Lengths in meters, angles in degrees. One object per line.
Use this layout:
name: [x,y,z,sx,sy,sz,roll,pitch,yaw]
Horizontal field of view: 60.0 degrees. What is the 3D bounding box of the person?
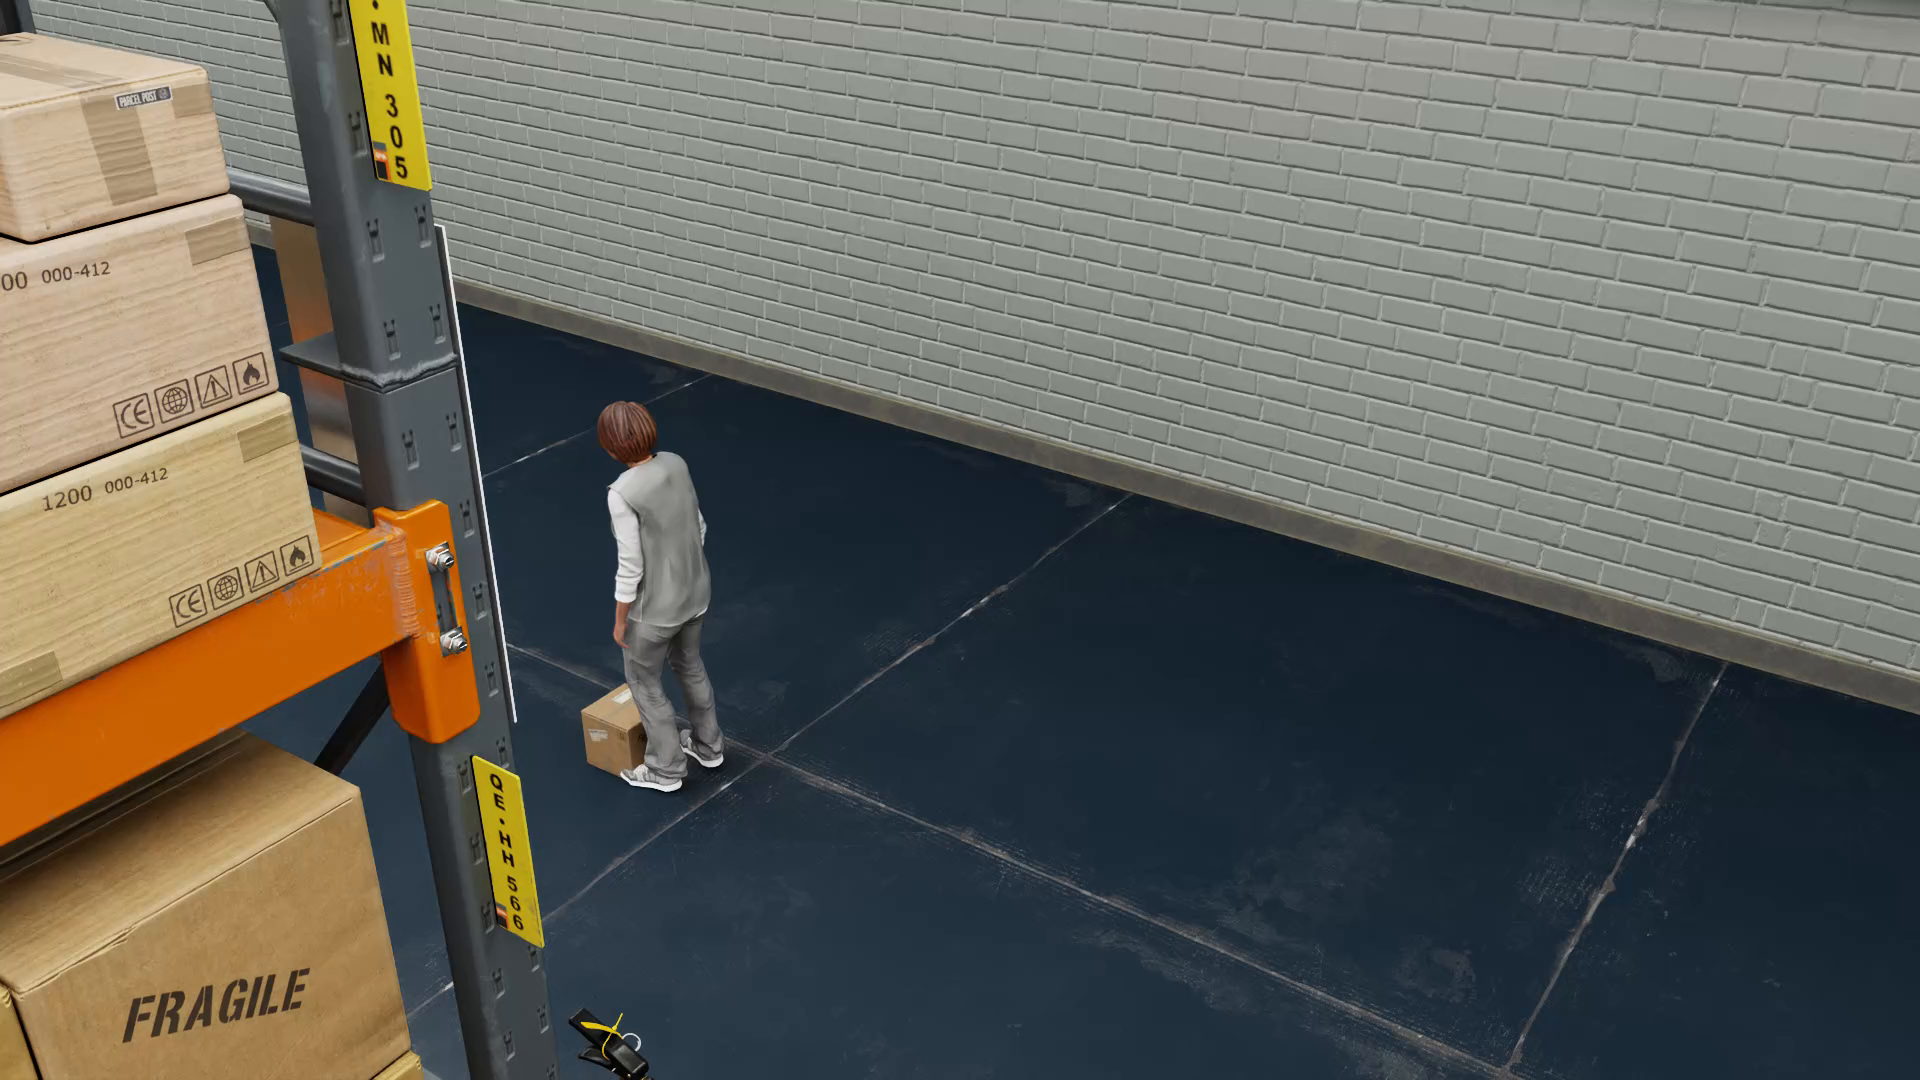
person: [-1.123,0.226,6.194,0.378,1.591,0.480,15,31,27]
